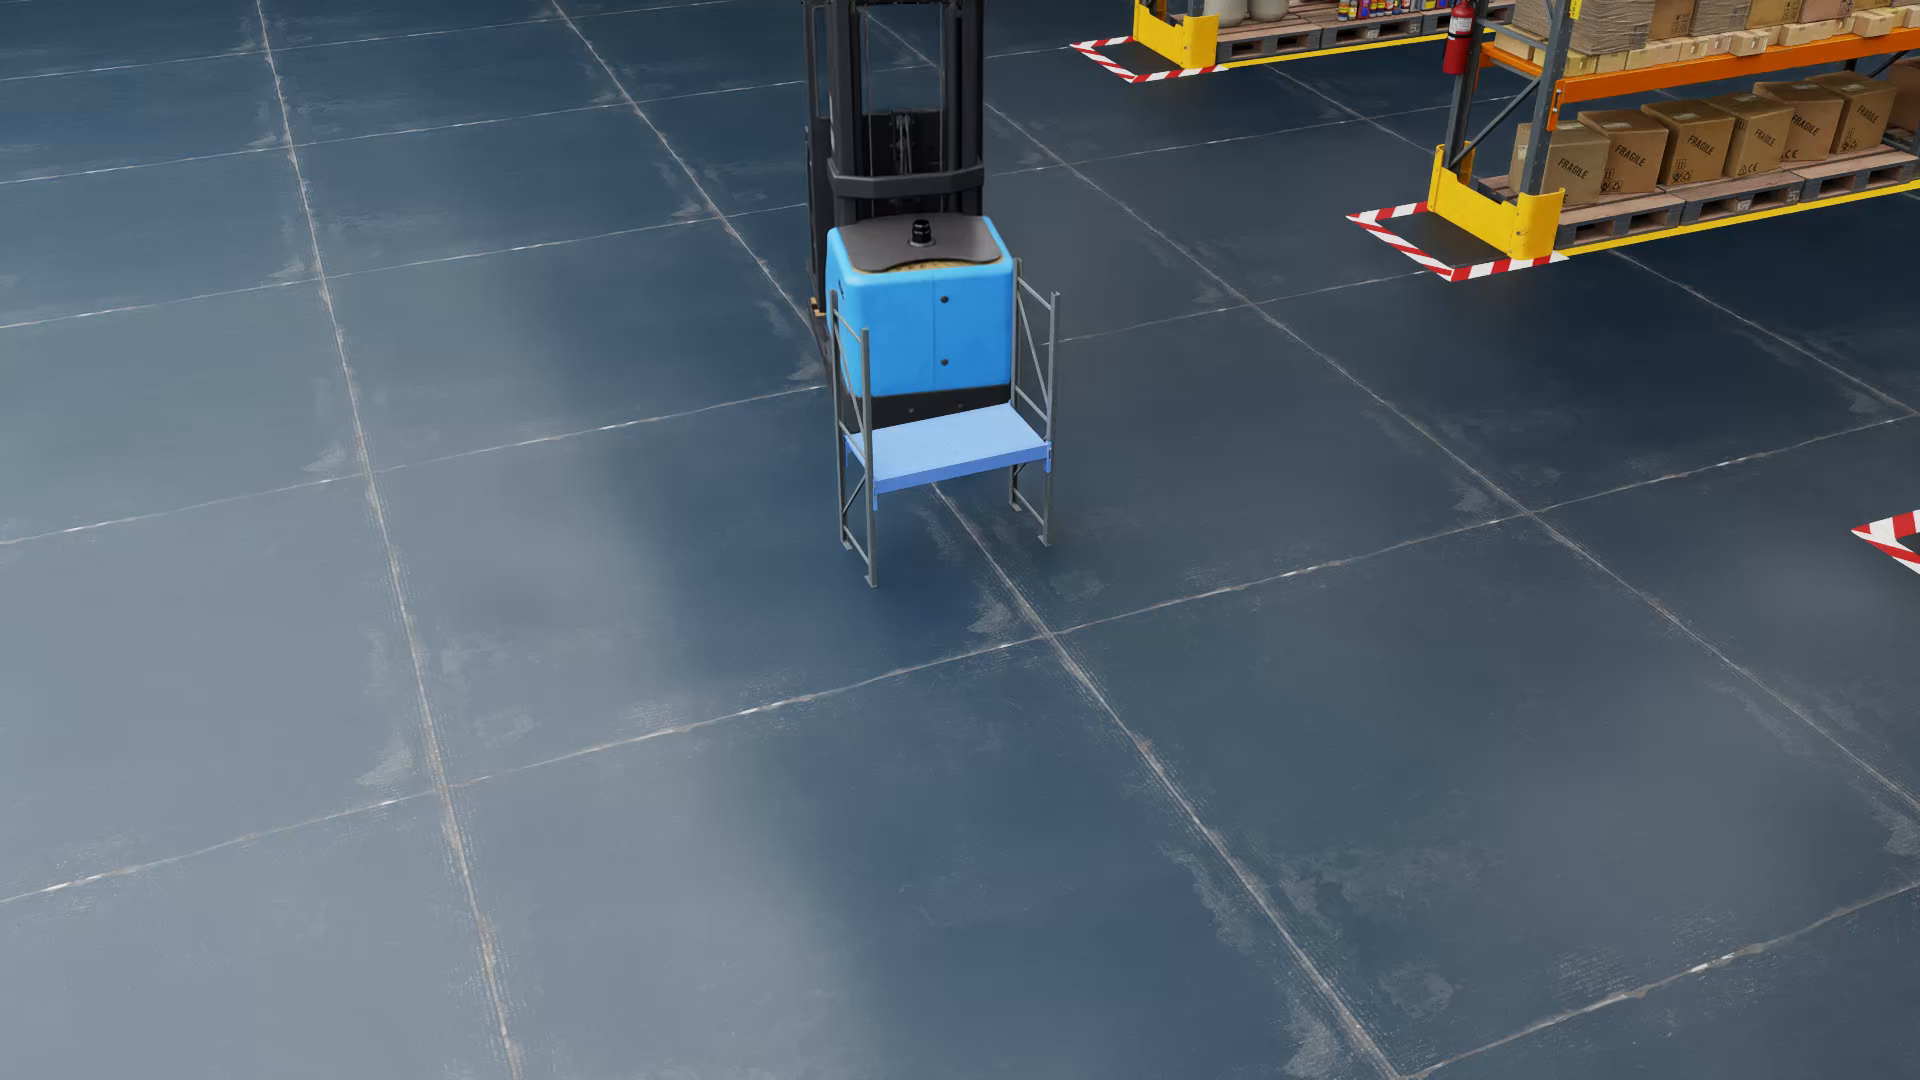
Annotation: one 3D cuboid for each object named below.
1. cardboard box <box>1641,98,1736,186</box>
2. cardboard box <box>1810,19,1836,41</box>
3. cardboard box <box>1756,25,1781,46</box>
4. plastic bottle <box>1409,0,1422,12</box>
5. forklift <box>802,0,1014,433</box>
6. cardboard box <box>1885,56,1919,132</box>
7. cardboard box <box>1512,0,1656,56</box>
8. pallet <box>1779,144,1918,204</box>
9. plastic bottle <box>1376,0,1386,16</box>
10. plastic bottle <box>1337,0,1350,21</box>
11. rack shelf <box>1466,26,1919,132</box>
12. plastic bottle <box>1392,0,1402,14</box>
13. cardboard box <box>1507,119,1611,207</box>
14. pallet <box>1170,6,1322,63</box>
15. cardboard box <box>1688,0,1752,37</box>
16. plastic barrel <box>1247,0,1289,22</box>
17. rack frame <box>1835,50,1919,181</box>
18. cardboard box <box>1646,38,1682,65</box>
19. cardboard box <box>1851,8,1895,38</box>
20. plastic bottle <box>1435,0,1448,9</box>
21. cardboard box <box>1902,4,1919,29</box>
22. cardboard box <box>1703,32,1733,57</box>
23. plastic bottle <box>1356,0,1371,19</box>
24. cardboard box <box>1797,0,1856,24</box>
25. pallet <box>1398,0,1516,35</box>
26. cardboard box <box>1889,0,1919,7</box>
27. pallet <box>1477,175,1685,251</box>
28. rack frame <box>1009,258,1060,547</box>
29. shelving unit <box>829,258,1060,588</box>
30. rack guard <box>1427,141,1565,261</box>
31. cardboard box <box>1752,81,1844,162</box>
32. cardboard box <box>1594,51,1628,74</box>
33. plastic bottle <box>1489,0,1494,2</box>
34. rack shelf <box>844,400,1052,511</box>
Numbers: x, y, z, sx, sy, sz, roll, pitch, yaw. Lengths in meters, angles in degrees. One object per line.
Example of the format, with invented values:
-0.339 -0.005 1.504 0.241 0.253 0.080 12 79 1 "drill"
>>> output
5.711 -3.155 13.174 0.500 0.500 0.500 -10 34 -14 "cardboard box"
6.438 -3.945 12.711 0.250 0.149 0.380 -13 35 -19 "cardboard box"
5.961 -3.860 12.580 0.250 0.149 0.380 -13 35 -19 "cardboard box"
4.669 -5.594 17.108 0.135 0.276 0.152 -12 35 -18 "plastic bottle"
-0.448 -2.665 10.577 1.130 2.935 3.031 -6 34 -10 "forklift"
8.269 -3.738 14.051 0.500 0.500 0.700 -16 36 -23 "cardboard box"
4.524 -3.907 12.057 0.500 0.500 0.875 -13 35 -19 "cardboard box"
7.089 -3.154 13.821 1.213 0.211 1.003 -13 35 -19 "pallet"
4.290 -5.489 16.951 0.097 0.271 0.097 0 33 0 "plastic bottle"
3.881 -5.395 16.808 0.097 0.271 0.097 0 33 0 "plastic bottle"
5.851 -3.758 12.853 4.000 0.370 1.077 -13 35 -19 "rack shelf"
4.477 -5.531 17.017 0.097 0.271 0.097 0 33 0 "plastic bottle"
4.589 -2.889 12.765 0.500 0.500 0.500 -7 34 -10 "cardboard box"
2.892 -5.168 16.917 1.213 0.211 1.003 -13 35 -19 "pallet"
5.417 -4.156 12.441 0.500 0.500 0.875 -13 35 -19 "cardboard box"
3.129 -5.545 16.835 0.421 0.512 0.421 0 33 0 "plastic barrel"
7.695 -4.482 13.306 0.127 3.000 1.000 -13 35 -19 "rack frame"
5.058 -3.624 12.218 0.250 0.149 0.380 -13 35 -19 "cardboard box"
6.935 -4.004 12.802 0.250 0.149 0.380 -13 35 -19 "cardboard box"
4.984 -5.642 17.176 0.133 0.283 0.061 -11 35 -16 "plastic bottle"
7.376 -4.136 13.004 0.250 0.149 0.380 -13 35 -19 "cardboard box"
5.512 -3.740 12.396 0.250 0.149 0.380 -13 35 -19 "cardboard box"
4.097 -5.439 16.864 0.133 0.283 0.061 -12 35 -18 "plastic bottle"
6.359 -4.341 12.724 0.500 0.500 0.875 -13 35 -19 "cardboard box"
5.142 -5.683 17.709 1.213 0.211 1.003 -13 35 -19 "pallet"
7.256 -4.585 13.100 0.500 0.500 0.875 -13 35 -19 "cardboard box"
4.839 -2.639 13.030 1.213 0.211 1.003 -13 35 -19 "pallet"
0.390 -0.718 8.896 0.032 1.500 0.500 -13 35 -19 "rack frame"
-0.079 -0.611 8.731 1.048 1.500 0.538 -13 35 -19 "shelving unit"
4.077 -2.606 12.715 0.348 0.500 1.175 -13 35 -19 "rack guard"
6.785 -3.421 13.583 0.500 0.500 0.500 -2 33 -4 "cardboard box"
4.600 -3.516 12.051 0.250 0.149 0.380 -13 35 -19 "cardboard box"
5.563 -5.751 17.419 0.097 0.201 0.097 0 33 0 "plastic bottle"
-0.079 -0.460 8.829 1.000 0.185 0.538 -13 35 -19 "rack shelf"
